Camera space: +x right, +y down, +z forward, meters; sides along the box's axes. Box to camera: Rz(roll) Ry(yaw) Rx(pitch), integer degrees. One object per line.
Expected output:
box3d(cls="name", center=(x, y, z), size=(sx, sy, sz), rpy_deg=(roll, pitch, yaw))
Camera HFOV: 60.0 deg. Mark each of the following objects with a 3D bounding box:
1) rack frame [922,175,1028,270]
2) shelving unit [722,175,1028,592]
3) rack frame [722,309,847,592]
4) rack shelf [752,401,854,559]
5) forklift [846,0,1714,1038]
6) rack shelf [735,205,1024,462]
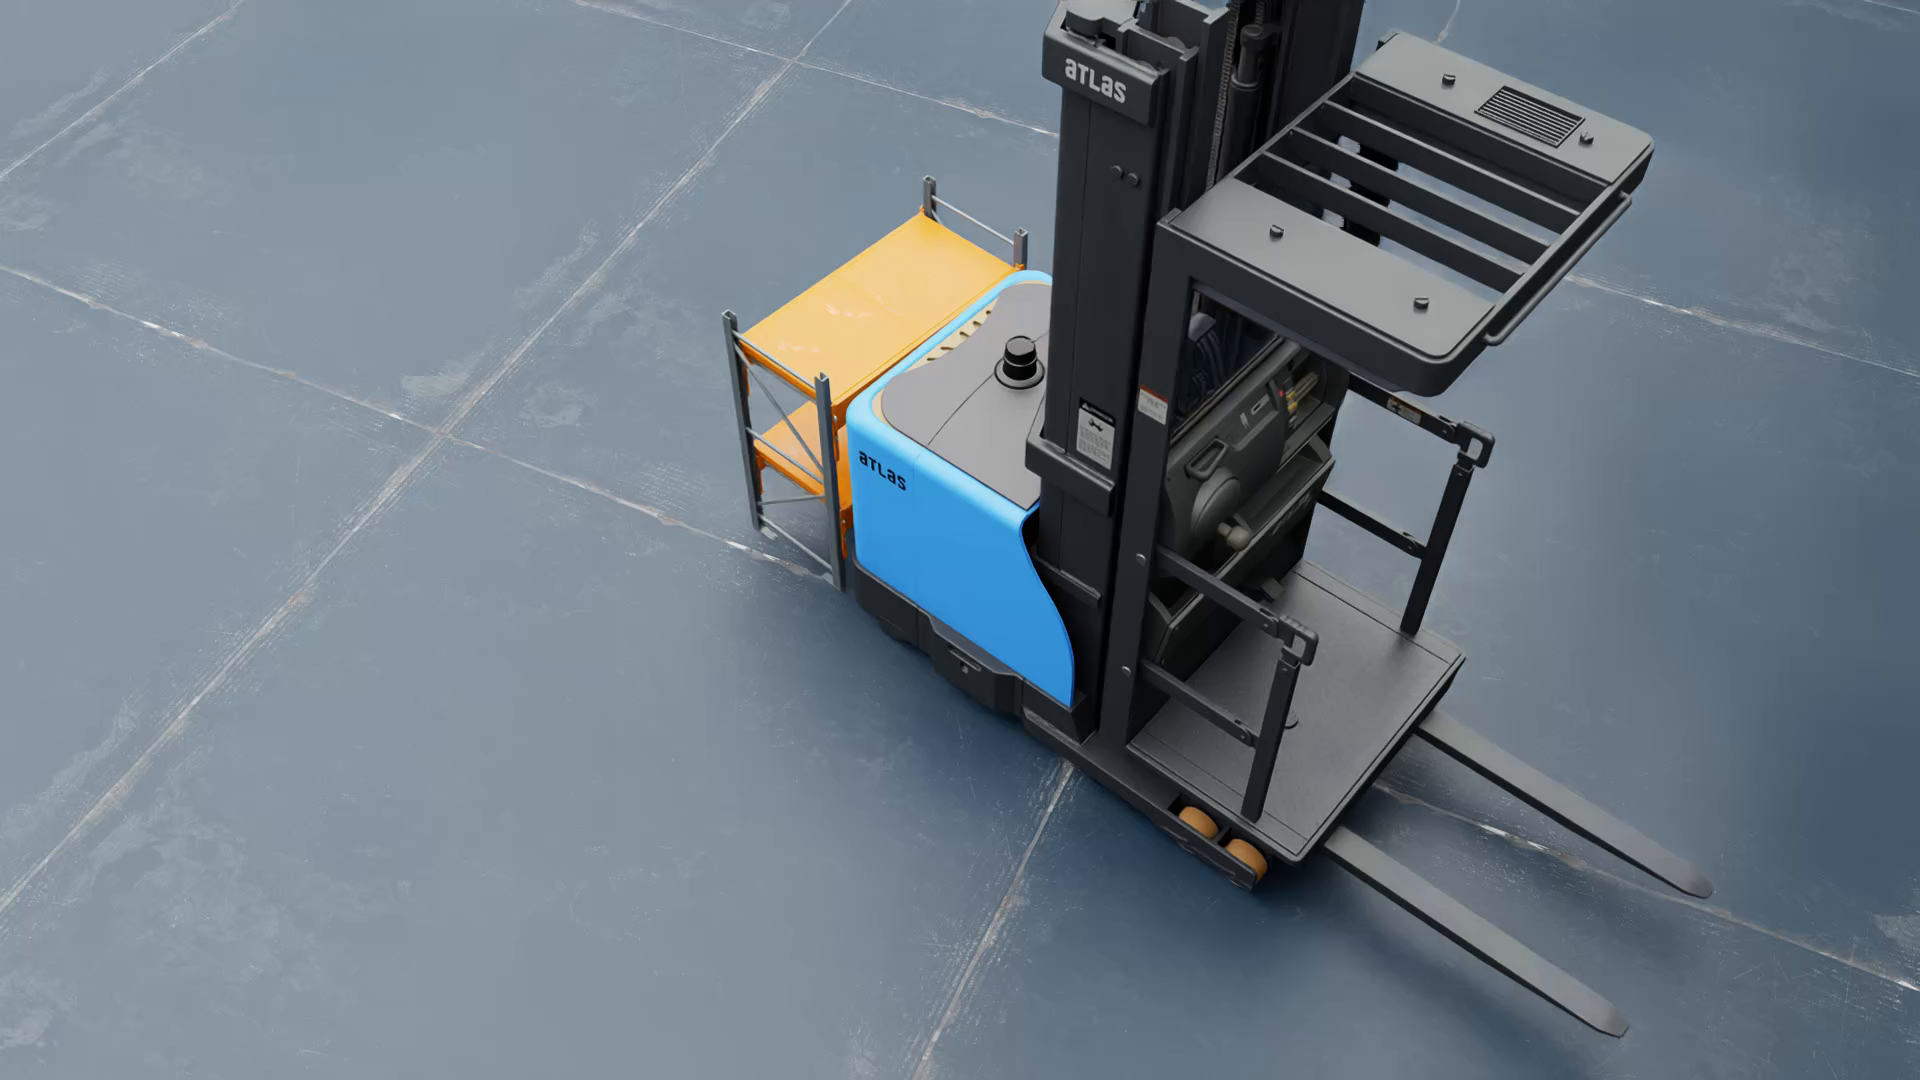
box3d(cls="rack frame", center=(0.053, -0.873, 6.569), size=(0.500, 1.125, 0.032), rpy_deg=(35, 58, 26))
box3d(cls="shelving unit", center=(-0.289, -0.586, 6.325), size=(0.538, 1.125, 1.048), rpy_deg=(35, 58, 26))
box3d(cls="rack frame", center=(-0.631, -0.300, 6.082), size=(0.500, 1.125, 0.032), rpy_deg=(35, 58, 26))
box3d(cls="rack shelf", center=(-0.289, -0.428, 6.512), size=(0.538, 0.278, 1.000), rpy_deg=(35, 58, 26))
box3d(cls="forklift", center=(1.051, -0.248, 4.852), size=(3.031, 2.935, 1.130), rpy_deg=(33, 57, 25))
box3d(cls="rack shelf", center=(-0.289, -0.776, 6.103), size=(0.538, 0.278, 1.000), rpy_deg=(35, 58, 26))
